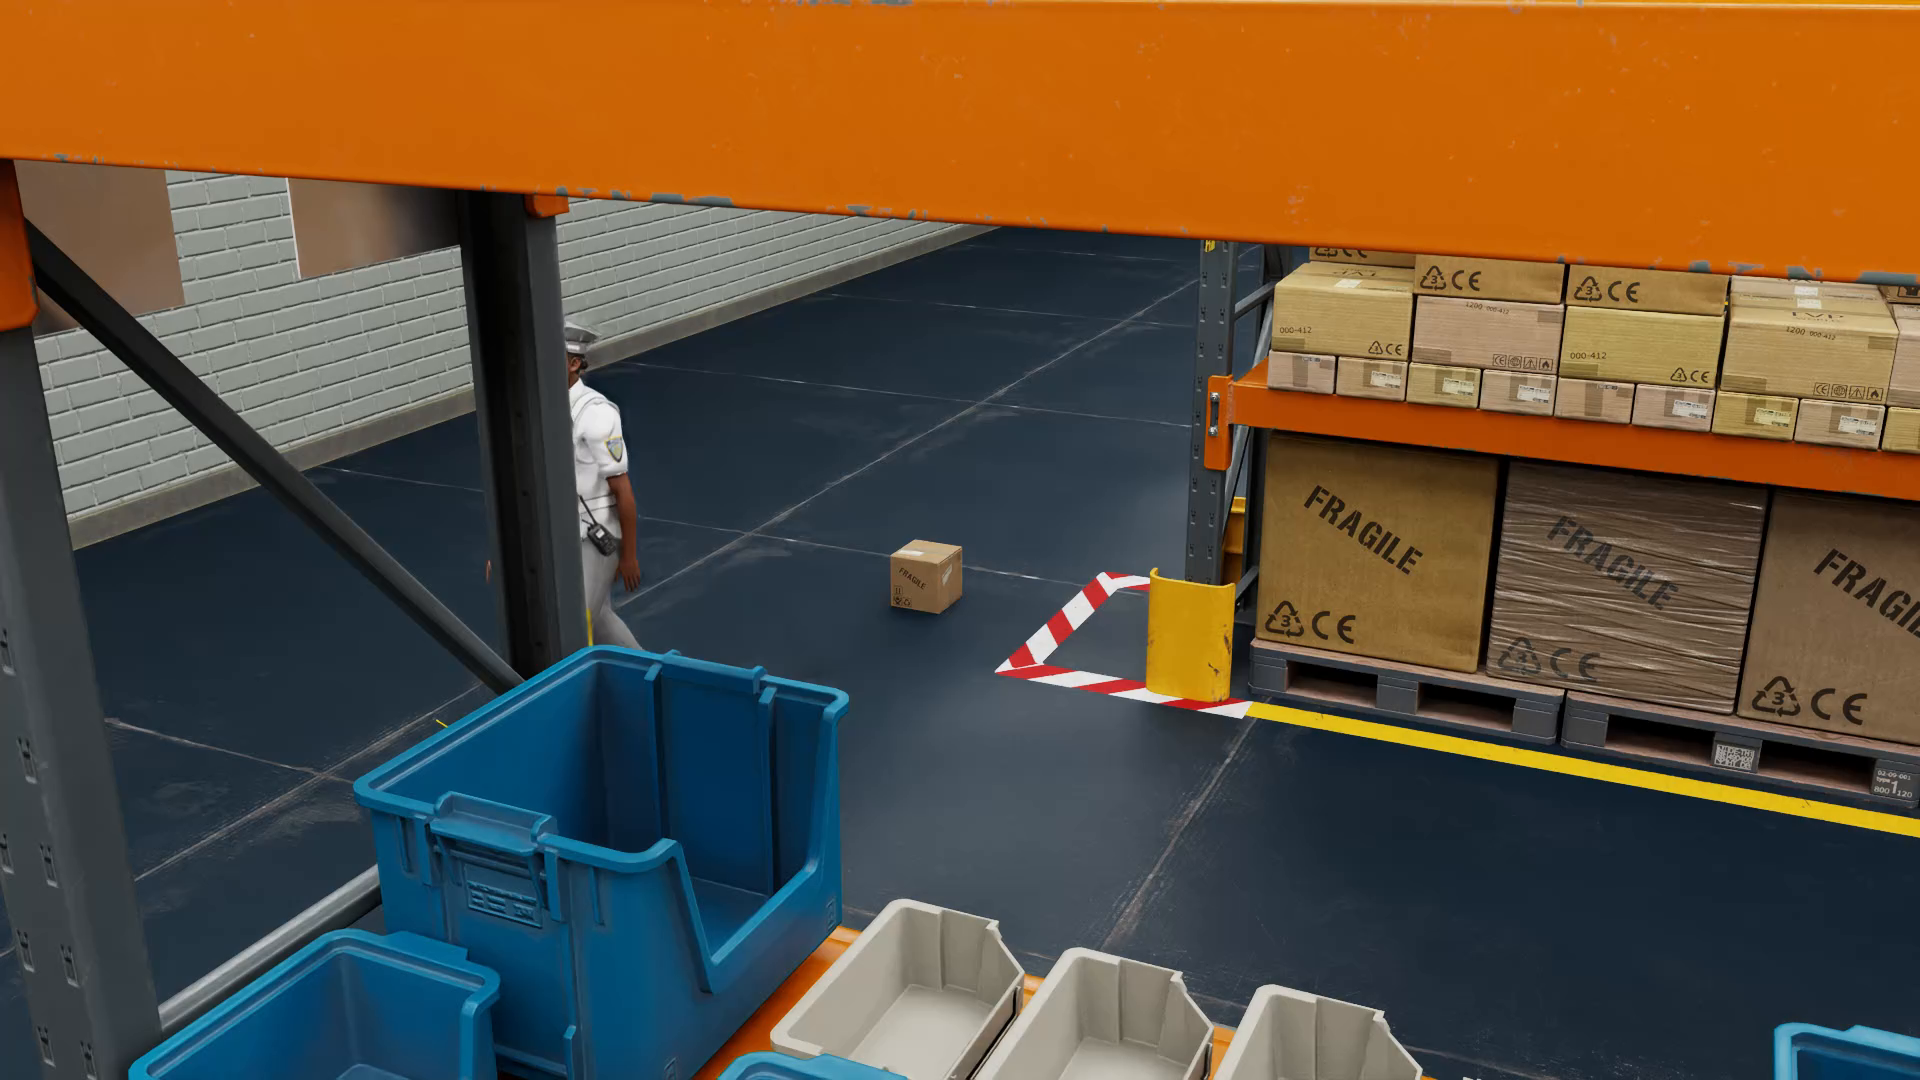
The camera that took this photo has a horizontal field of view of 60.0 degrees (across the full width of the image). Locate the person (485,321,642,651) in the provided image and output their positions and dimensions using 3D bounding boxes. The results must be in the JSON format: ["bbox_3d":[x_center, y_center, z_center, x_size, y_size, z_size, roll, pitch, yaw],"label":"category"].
[{"bbox_3d":[-1.430,0.036,5.913,0.460,1.683,0.858,16,25,38],"label":"person"}]
